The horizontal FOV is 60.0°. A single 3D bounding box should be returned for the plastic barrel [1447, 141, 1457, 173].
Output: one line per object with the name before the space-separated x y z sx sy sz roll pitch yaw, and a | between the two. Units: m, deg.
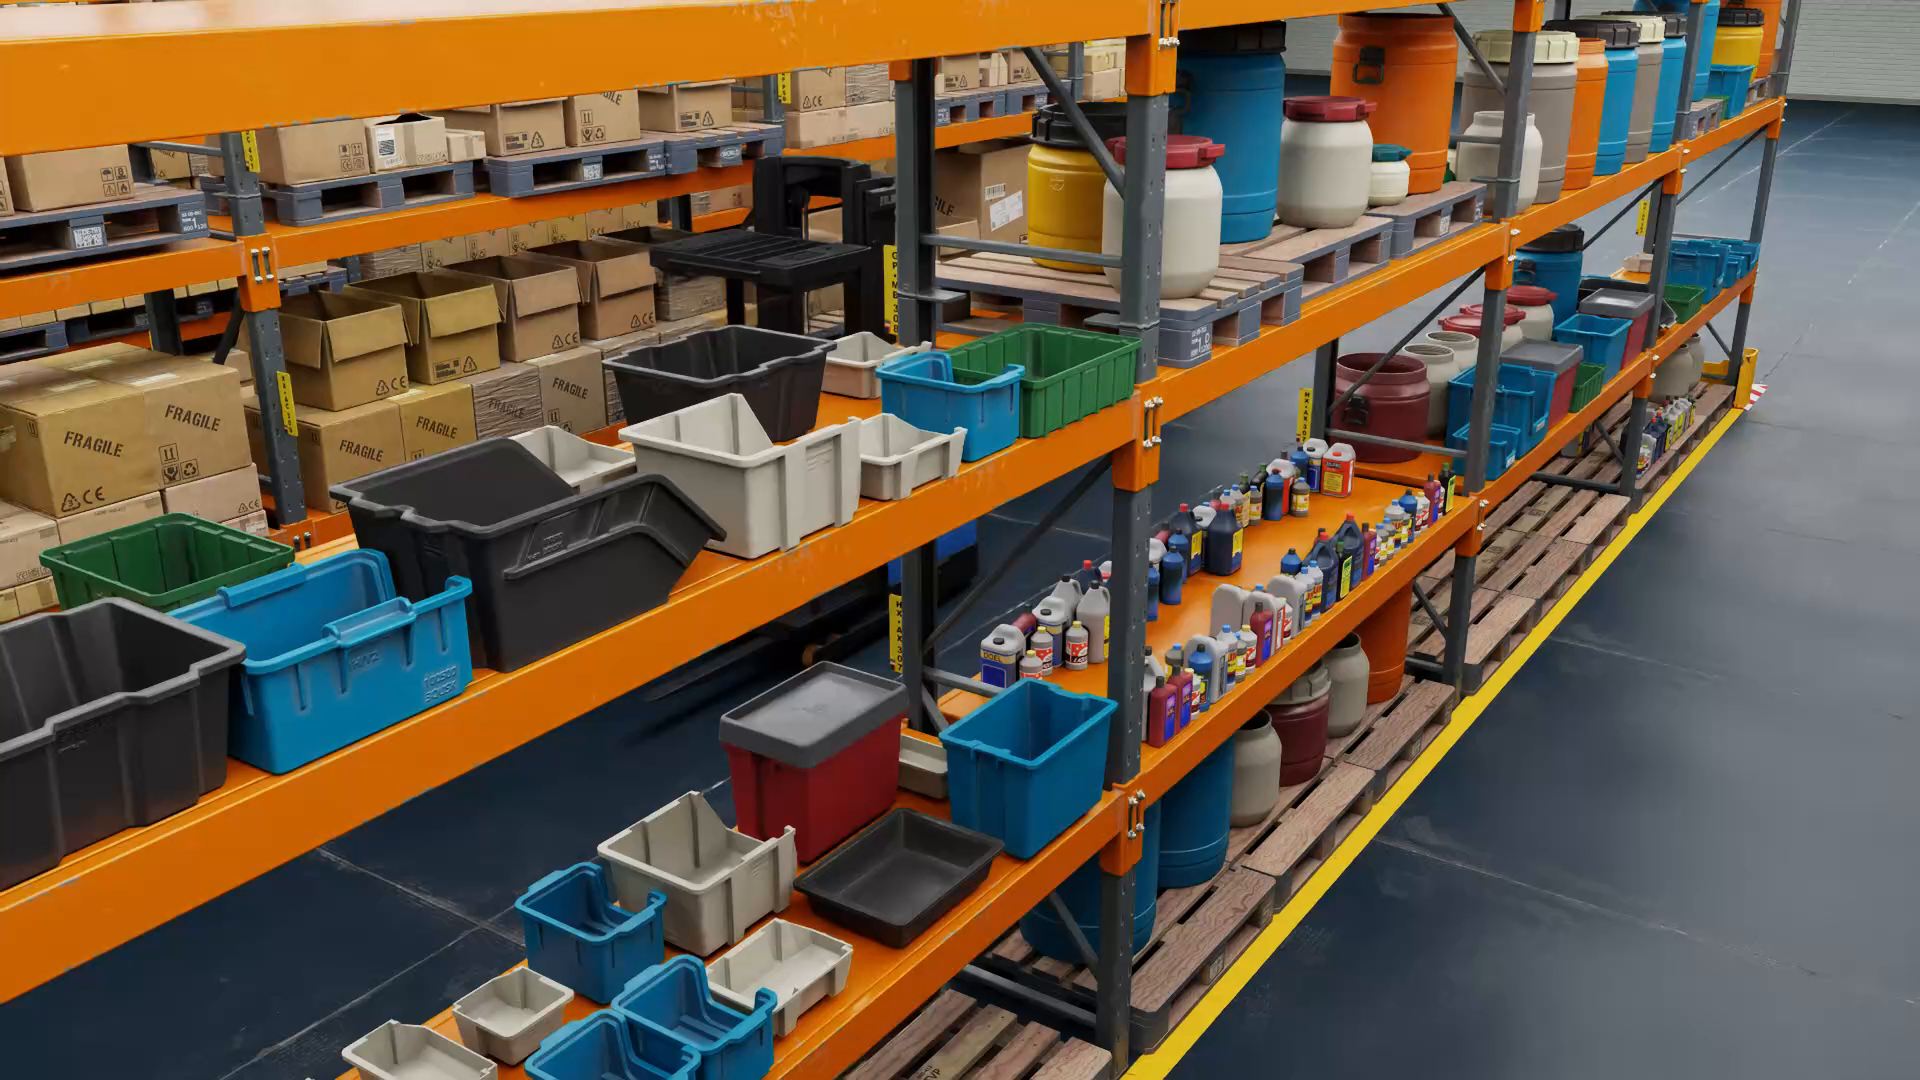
plastic barrel | 2.990 -2.290 10.007 0.301 0.262 0.301 0 20 0

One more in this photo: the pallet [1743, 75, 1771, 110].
pallet | 6.419 -3.933 14.521 1.003 0.211 1.213 13 24 32

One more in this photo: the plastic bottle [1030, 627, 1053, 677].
plastic bottle | 0.341 0.462 6.977 0.097 0.201 0.097 0 20 0

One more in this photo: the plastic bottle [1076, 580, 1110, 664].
plastic bottle | 0.585 0.334 7.109 0.144 0.351 0.185 13 24 32

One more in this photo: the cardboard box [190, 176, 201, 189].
cardboard box | -8.539 -4.026 18.583 0.380 0.149 0.250 14 25 33

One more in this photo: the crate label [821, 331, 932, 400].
crate label | -0.295 -0.589 5.589 0.293 0.136 0.466 13 24 32

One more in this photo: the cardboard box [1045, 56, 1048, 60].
cardboard box | 0.564 -4.324 14.949 0.380 0.149 0.250 14 25 33

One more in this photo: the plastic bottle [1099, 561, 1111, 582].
plastic bottle | 0.662 0.243 7.463 0.152 0.276 0.135 13 24 32

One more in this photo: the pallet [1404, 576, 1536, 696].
pallet | 2.935 0.556 10.458 1.003 0.211 1.213 13 24 32

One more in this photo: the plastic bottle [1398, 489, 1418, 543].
plastic bottle | 2.274 -0.126 8.467 0.097 0.271 0.097 0 20 0

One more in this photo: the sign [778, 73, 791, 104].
sign | -1.174 -3.079 11.082 0.100 0.325 0.005 13 24 32

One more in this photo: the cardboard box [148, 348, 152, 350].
cardboard box | -6.835 -1.440 13.752 0.500 0.250 0.500 13 24 32

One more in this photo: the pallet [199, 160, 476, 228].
pallet | -3.402 -1.945 9.152 0.805 0.209 1.217 12 24 30

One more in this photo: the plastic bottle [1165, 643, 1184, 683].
plastic bottle | 0.887 0.521 6.819 0.097 0.201 0.097 0 20 0

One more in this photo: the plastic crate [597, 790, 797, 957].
plastic crate | -0.791 1.040 5.214 0.437 0.282 0.530 13 24 32

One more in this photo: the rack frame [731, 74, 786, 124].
rack frame | -1.628 -4.317 10.964 1.000 3.000 0.127 13 24 32

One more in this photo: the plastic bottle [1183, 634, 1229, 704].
plastic bottle | 1.000 0.505 6.755 0.152 0.276 0.135 13 24 32

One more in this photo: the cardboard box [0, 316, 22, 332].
cardboard box | -7.026 -1.606 12.040 0.380 0.149 0.250 13 24 32

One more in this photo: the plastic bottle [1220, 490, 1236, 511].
plastic bottle | 1.350 -0.123 8.458 0.097 0.271 0.097 0 20 0

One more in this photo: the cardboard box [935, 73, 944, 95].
cardboard box | -0.351 -3.588 13.048 0.380 0.166 0.250 12 24 30

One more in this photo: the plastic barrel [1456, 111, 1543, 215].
plastic barrel | 2.896 -2.026 8.933 0.421 0.512 0.421 0 20 0

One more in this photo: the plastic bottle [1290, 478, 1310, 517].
plastic bottle | 1.811 -0.231 8.853 0.097 0.201 0.097 0 20 0

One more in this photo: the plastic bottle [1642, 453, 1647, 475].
plastic bottle | 5.315 -0.614 13.000 0.097 0.201 0.097 0 20 0

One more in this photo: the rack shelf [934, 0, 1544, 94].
rack shelf | 1.344 -2.252 6.996 1.077 0.370 4.000 13 24 32

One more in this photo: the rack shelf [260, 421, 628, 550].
rack shelf | -2.753 -0.592 10.579 1.077 0.370 4.000 13 24 32

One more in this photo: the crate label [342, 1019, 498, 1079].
crate label | -1.409 1.419 4.398 0.396 0.136 0.243 13 24 32

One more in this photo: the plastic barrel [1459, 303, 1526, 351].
plastic barrel | 3.585 -1.306 11.277 0.433 0.535 0.433 0 20 0

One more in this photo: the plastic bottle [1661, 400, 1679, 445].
plastic bottle | 5.858 -0.976 13.763 0.144 0.351 0.185 13 24 31

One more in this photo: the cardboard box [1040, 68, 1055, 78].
cardboard box | 0.661 -4.169 15.105 0.500 0.250 0.500 14 25 34

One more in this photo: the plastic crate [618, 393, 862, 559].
plastic crate | -0.528 -0.169 4.245 0.437 0.282 0.530 13 24 32

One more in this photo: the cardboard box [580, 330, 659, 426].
cardboard box | -2.275 -1.069 10.686 0.500 0.500 0.500 12 24 30

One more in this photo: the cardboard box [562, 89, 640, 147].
cardboard box | -2.324 -2.700 10.167 0.500 0.500 0.500 15 25 35

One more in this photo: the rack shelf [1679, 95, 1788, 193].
rack shelf | 5.841 -3.328 13.652 1.077 0.370 4.000 13 24 32

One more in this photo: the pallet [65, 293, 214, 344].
pallet | -6.753 -1.834 13.175 1.003 0.211 1.213 13 24 32

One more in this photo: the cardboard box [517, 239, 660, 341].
cardboard box | -2.421 -1.628 10.751 0.797 0.503 0.637 14 24 33

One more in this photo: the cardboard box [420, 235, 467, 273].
cardboard box | -4.915 -2.769 15.283 0.500 0.500 0.500 13 24 31

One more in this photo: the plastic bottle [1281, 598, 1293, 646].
plastic bottle | 1.403 0.351 7.277 0.097 0.201 0.097 0 20 0

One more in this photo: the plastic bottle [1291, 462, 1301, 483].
plastic bottle | 1.815 -0.327 9.112 0.097 0.201 0.097 0 20 0

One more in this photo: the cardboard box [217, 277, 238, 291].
cardboard box | -5.999 -2.132 13.461 0.380 0.149 0.250 13 24 31

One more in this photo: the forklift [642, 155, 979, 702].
forklift | -1.127 -0.767 10.115 1.130 2.935 3.031 14 24 32

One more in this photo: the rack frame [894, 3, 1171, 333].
rack frame | 0.219 -2.203 5.250 1.000 3.000 0.127 13 24 32

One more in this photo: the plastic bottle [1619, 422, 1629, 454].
plastic bottle | 5.394 -0.828 13.363 0.144 0.351 0.185 13 24 32

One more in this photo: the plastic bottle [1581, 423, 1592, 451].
plastic bottle | 5.085 -0.888 13.634 0.152 0.276 0.135 13 24 32

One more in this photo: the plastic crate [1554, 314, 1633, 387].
plastic crate | 4.354 -1.300 11.480 0.392 0.384 0.575 13 24 32

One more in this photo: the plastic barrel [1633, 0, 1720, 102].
plastic barrel | 5.364 -3.789 12.532 0.600 0.901 0.708 13 24 32

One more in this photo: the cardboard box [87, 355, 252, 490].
cardboard box | -3.914 -0.592 8.249 0.500 0.500 0.500 14 25 33

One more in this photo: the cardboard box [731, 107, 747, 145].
cardboard box | -1.564 -3.024 12.009 0.500 0.250 0.500 13 24 32

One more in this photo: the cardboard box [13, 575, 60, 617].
cardboard box | -4.356 0.209 7.738 0.380 0.149 0.250 14 24 33

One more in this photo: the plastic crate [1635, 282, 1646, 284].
plastic crate | 5.420 -2.077 13.935 0.530 0.136 0.437 13 24 32
